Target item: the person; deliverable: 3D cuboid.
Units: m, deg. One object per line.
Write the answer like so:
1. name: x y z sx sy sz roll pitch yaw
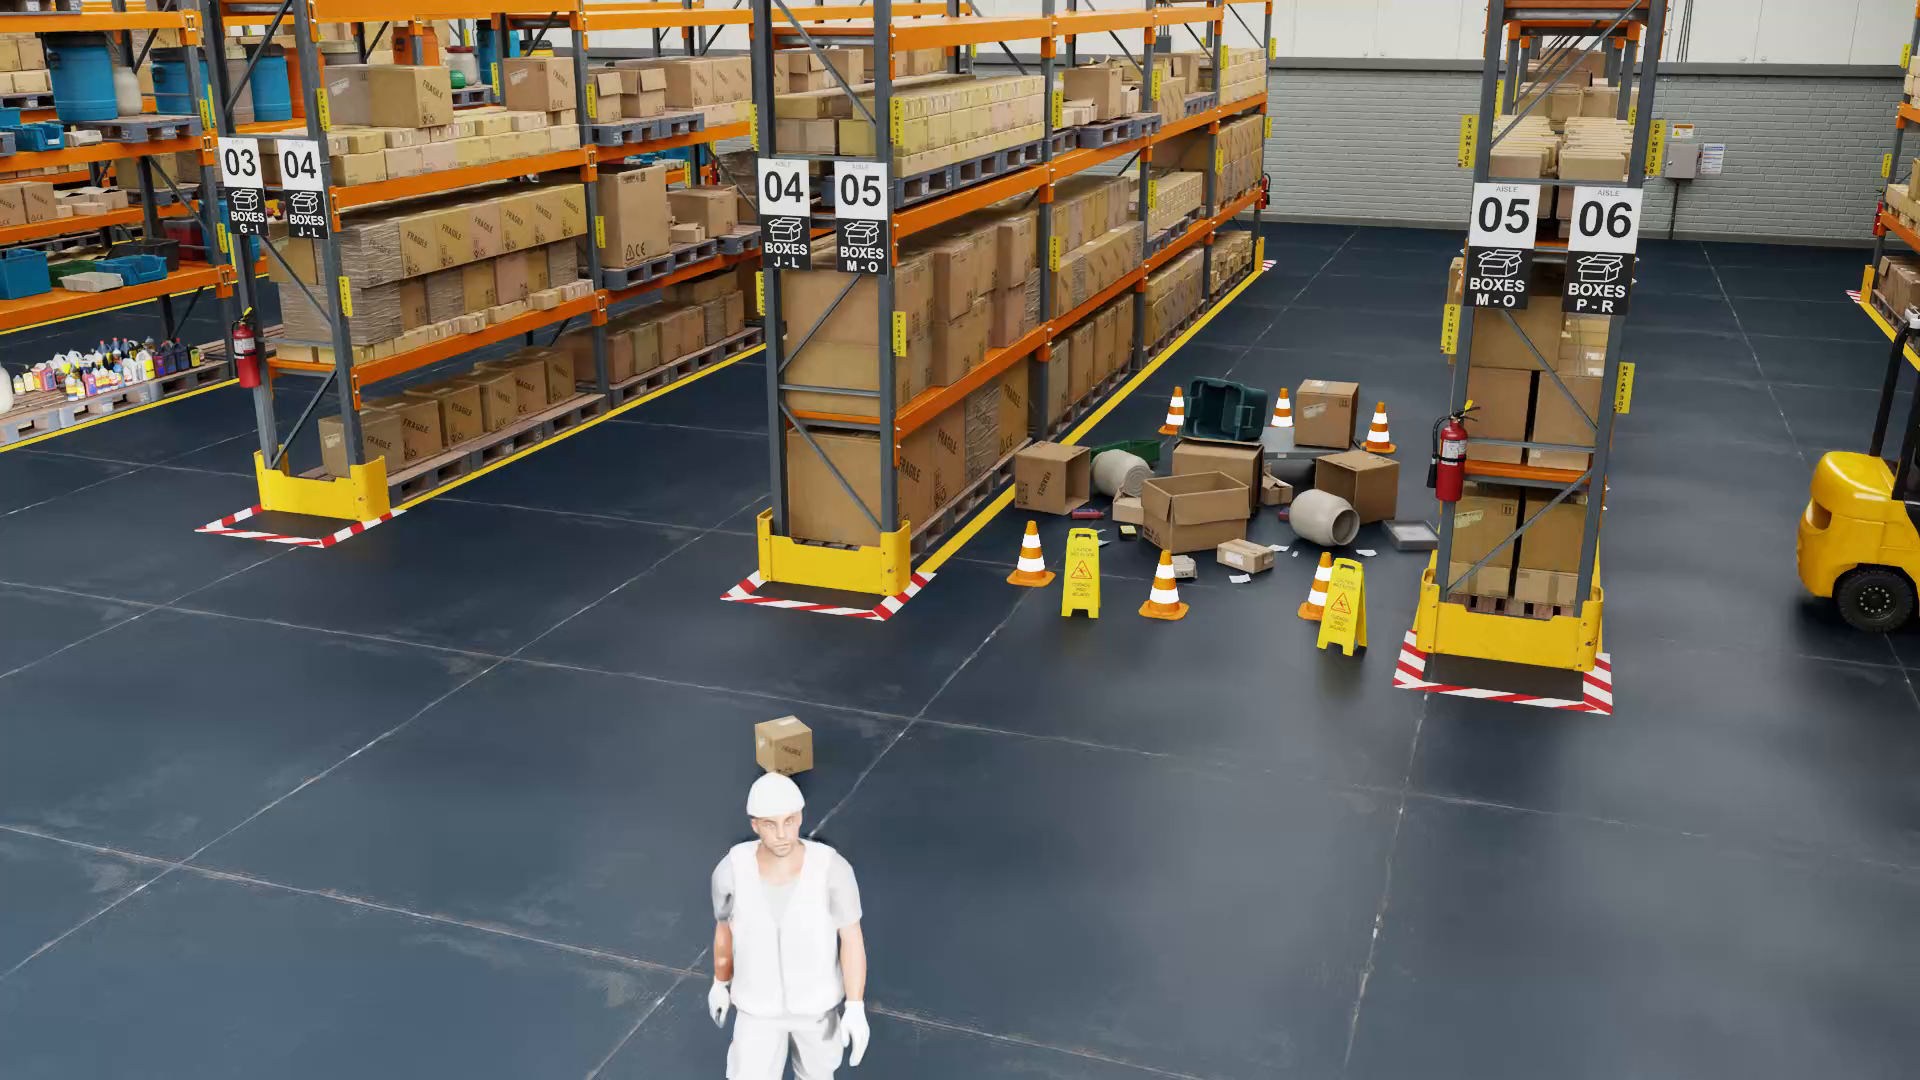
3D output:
1. person: -0.619 1.691 5.907 0.591 1.736 0.960 -1 19 -4
